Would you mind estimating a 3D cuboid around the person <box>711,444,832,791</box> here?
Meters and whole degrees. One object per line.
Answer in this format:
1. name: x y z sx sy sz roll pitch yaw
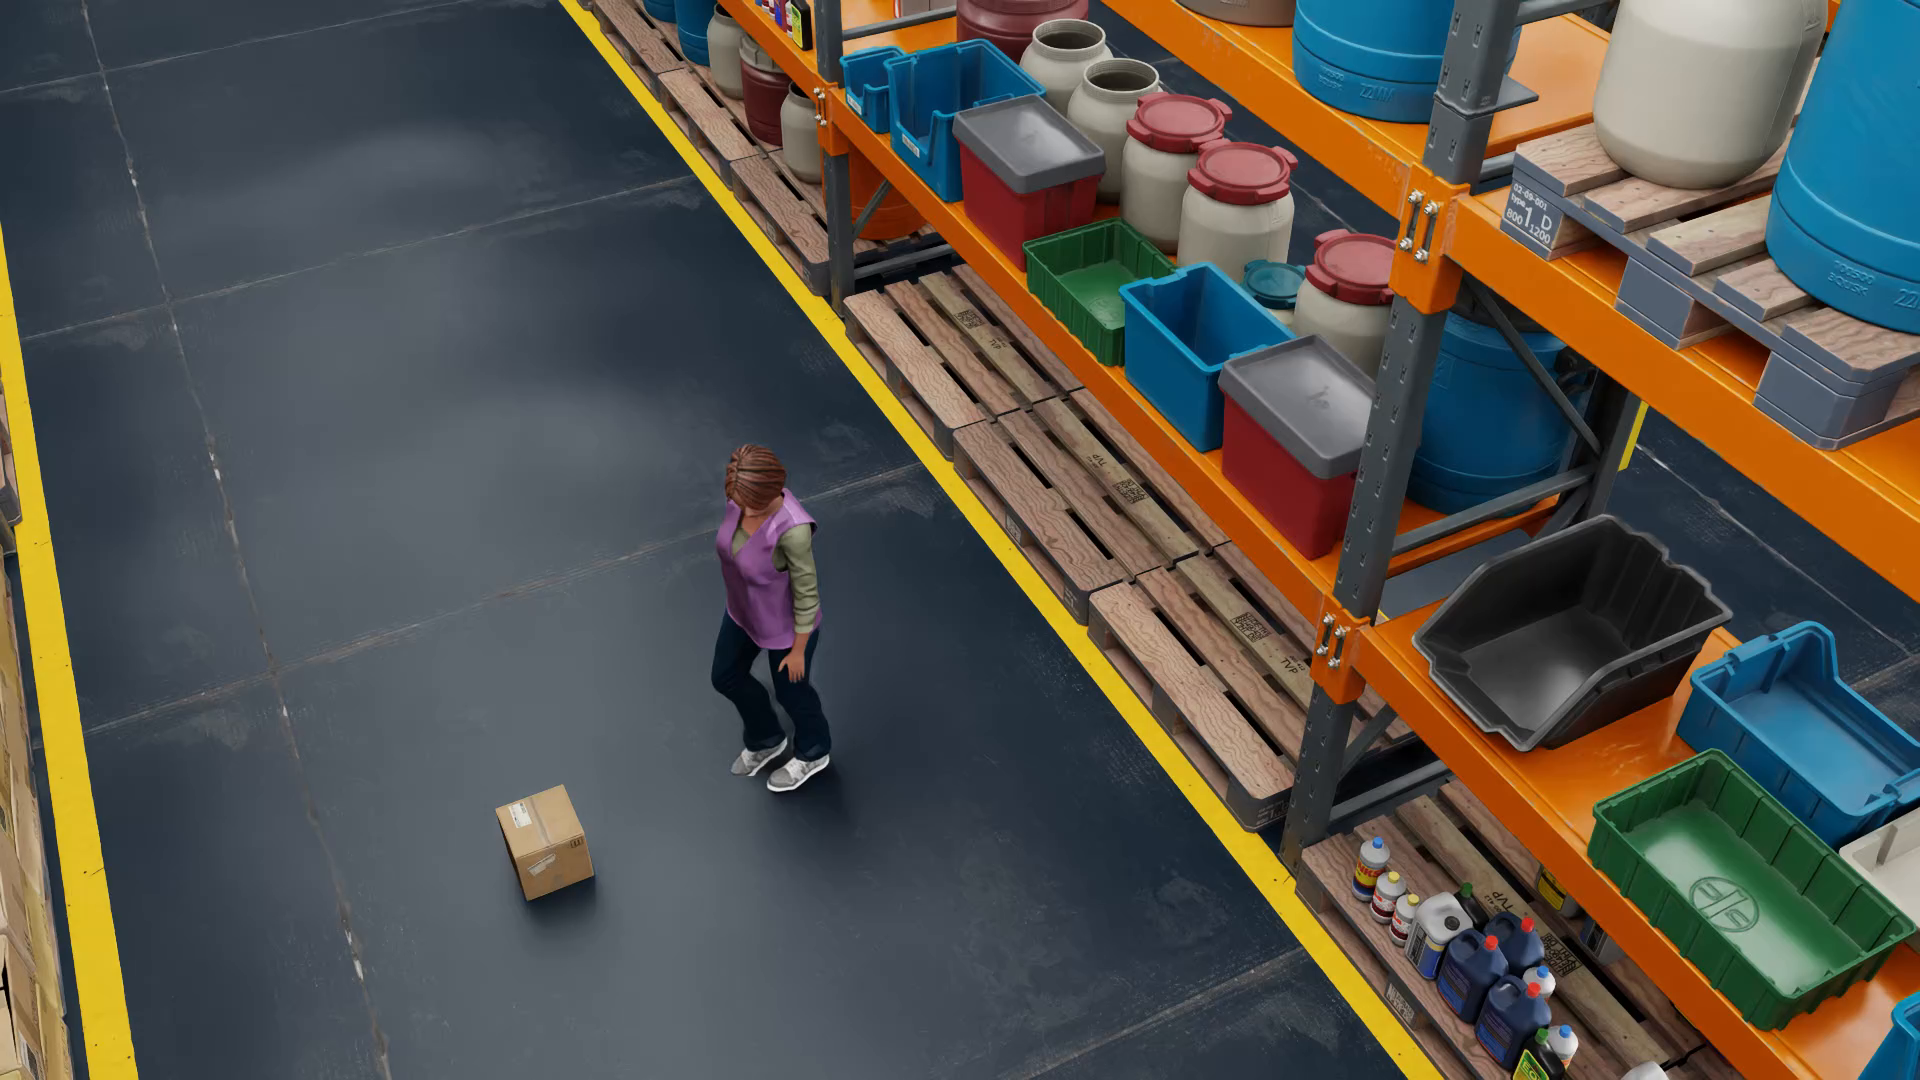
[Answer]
1. person: -0.658 0.316 5.824 0.370 1.652 0.453 -29 50 -29
